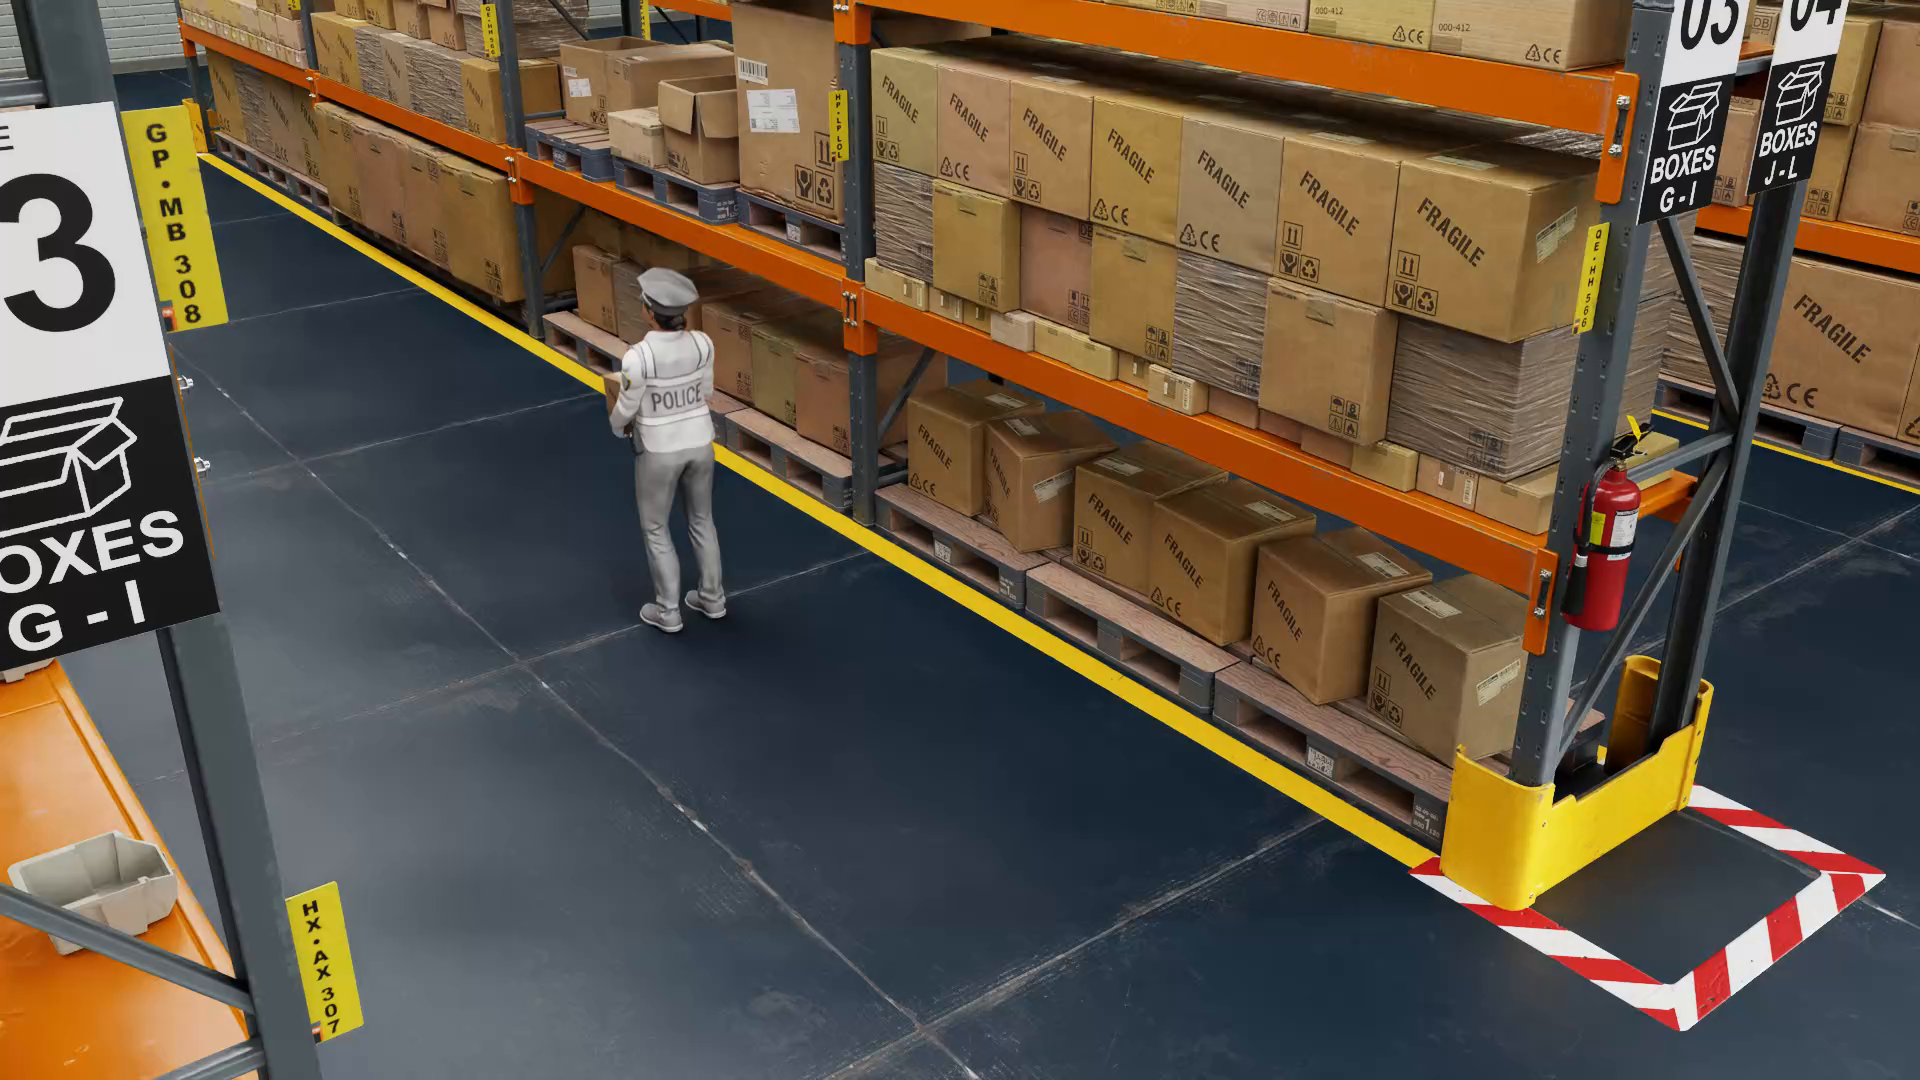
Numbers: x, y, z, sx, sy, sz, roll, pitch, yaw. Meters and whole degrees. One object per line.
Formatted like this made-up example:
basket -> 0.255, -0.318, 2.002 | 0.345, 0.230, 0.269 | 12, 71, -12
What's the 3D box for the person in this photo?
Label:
person -> -1.320, -0.419, 7.486 | 0.459, 1.688, 0.543 | -18, 30, -33
